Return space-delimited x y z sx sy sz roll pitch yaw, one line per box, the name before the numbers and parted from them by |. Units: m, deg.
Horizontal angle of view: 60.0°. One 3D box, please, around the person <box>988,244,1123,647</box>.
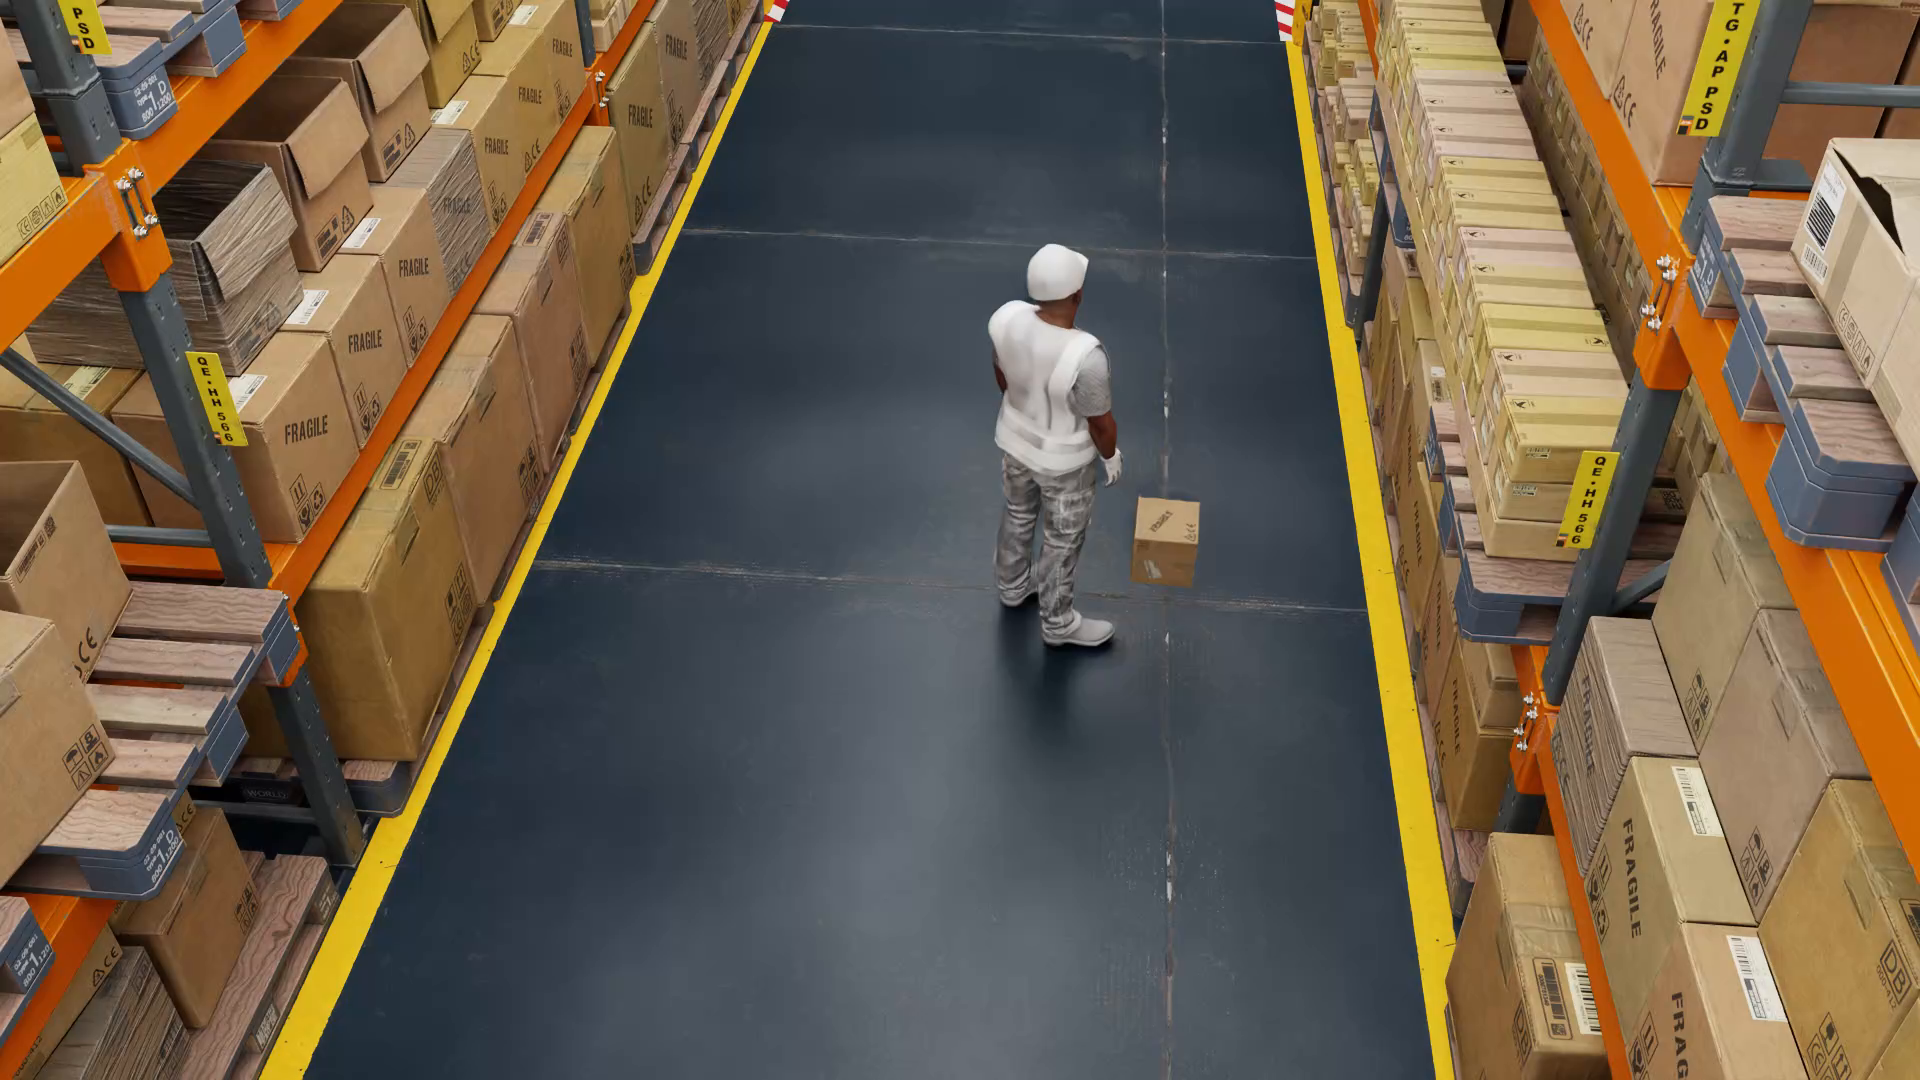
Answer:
person | 0.362 -0.382 6.555 0.396 1.794 0.637 -31 49 -32
